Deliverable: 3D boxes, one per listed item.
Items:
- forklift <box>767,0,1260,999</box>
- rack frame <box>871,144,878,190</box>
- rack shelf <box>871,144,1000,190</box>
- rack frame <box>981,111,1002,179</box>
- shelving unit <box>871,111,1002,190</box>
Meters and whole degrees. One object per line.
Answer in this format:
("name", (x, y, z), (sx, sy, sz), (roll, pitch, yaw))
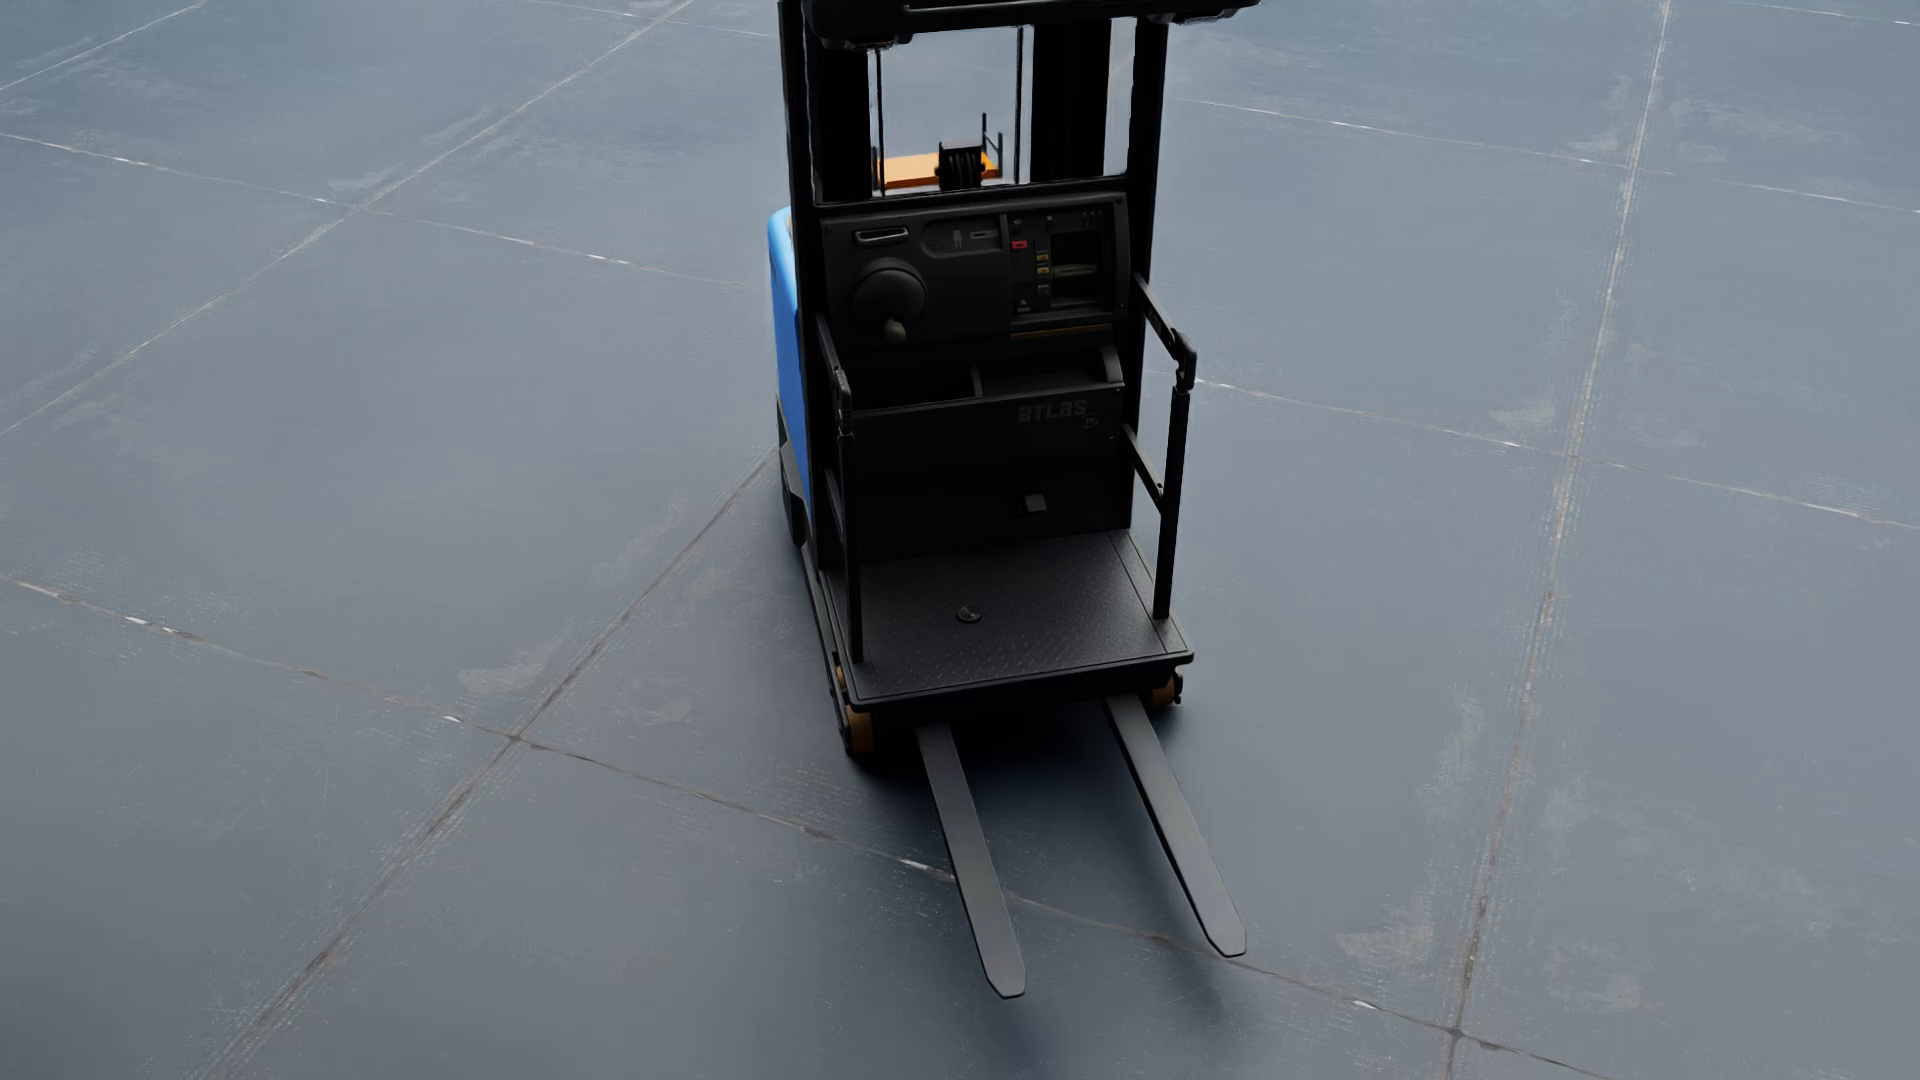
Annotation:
("forklift", (0.103, -0.740, 4.791), (1.130, 2.935, 3.031), (-8, 37, -10))
("rack frame", (-0.341, -1.031, 6.615), (0.015, 1.200, 0.240), (-10, 35, -13))
("rack shelf", (-0.112, -1.398, 6.450), (0.480, 0.148, 0.258), (-10, 35, -13))
("rack frame", (0.129, -1.110, 6.721), (0.015, 1.200, 0.240), (-10, 35, -13))
("shelving unit", (-0.106, -1.070, 6.668), (0.503, 1.200, 0.258), (-10, 35, -13))
